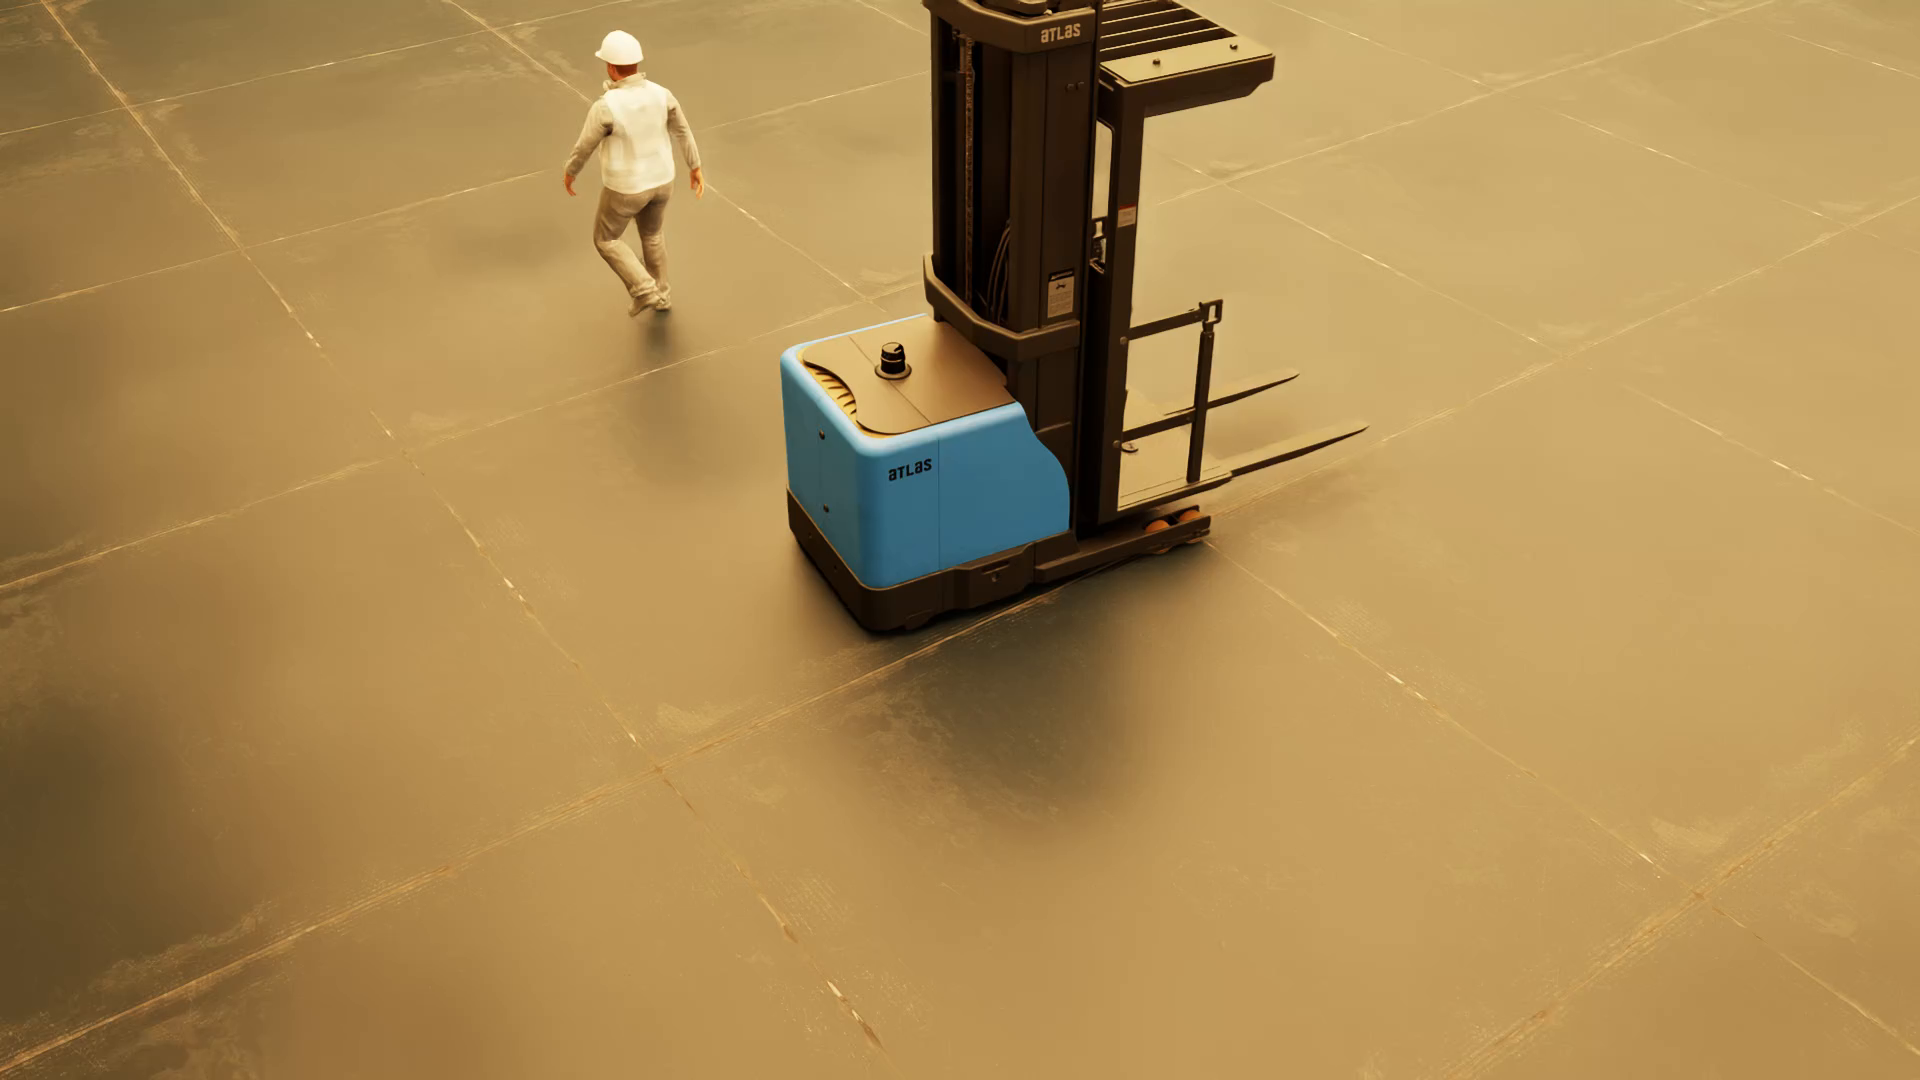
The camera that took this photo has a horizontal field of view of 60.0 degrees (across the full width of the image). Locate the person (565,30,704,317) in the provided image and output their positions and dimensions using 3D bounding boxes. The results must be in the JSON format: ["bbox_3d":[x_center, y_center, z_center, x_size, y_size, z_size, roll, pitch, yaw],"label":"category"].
[{"bbox_3d":[-1.904,-2.125,9.811,0.741,1.754,0.526,-28,45,-32],"label":"person"}]

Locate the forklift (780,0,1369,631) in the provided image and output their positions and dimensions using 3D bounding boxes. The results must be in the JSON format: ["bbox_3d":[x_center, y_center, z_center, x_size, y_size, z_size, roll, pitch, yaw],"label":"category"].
[{"bbox_3d":[0.686,-1.369,7.796,3.031,2.935,1.130,-17,40,-22],"label":"forklift"}]
